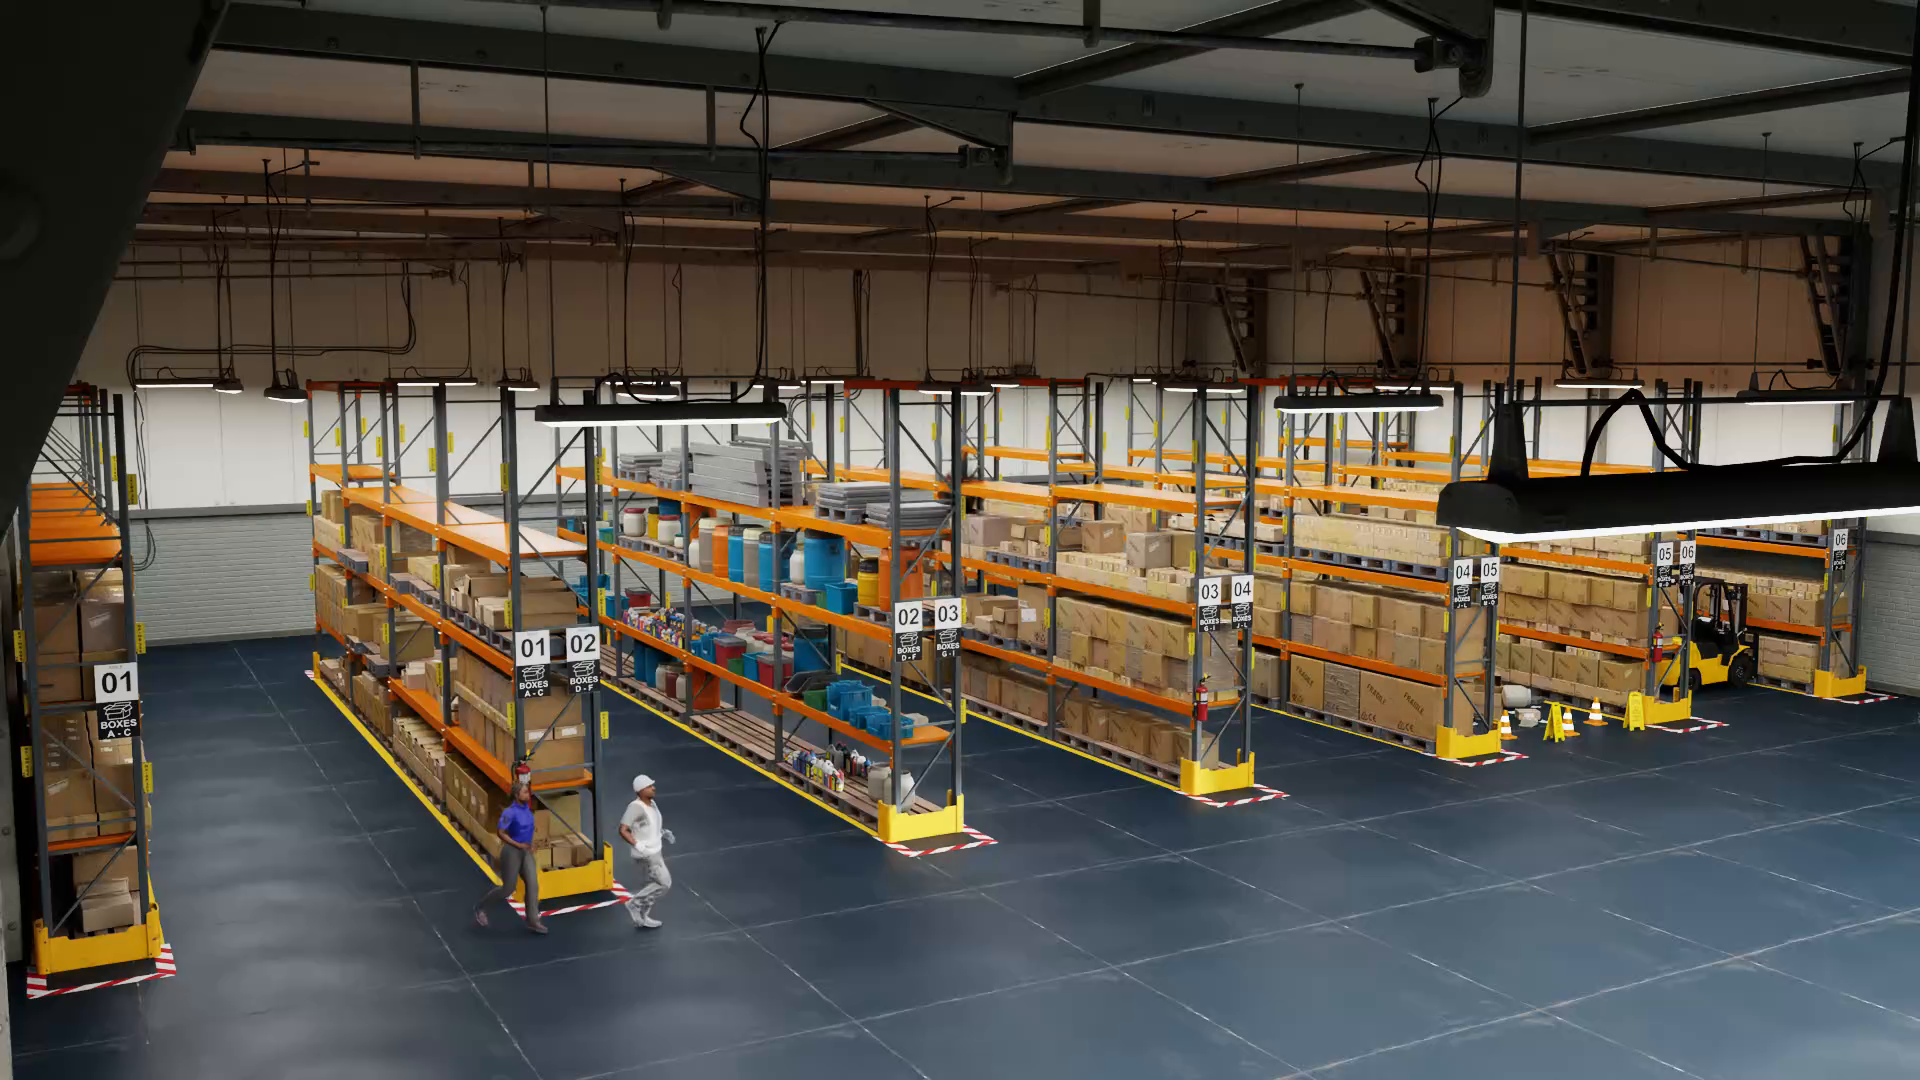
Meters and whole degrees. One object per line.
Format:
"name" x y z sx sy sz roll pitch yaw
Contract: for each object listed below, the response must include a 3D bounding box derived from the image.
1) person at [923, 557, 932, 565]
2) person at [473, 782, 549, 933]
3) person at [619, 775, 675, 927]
"person" -0.861 1.197 40.685 0.616 1.675 0.684 2 6 19
"person" -4.951 3.535 18.648 0.917 1.620 0.635 2 6 20
"person" -3.482 3.494 18.633 0.541 1.743 0.686 0 6 2
